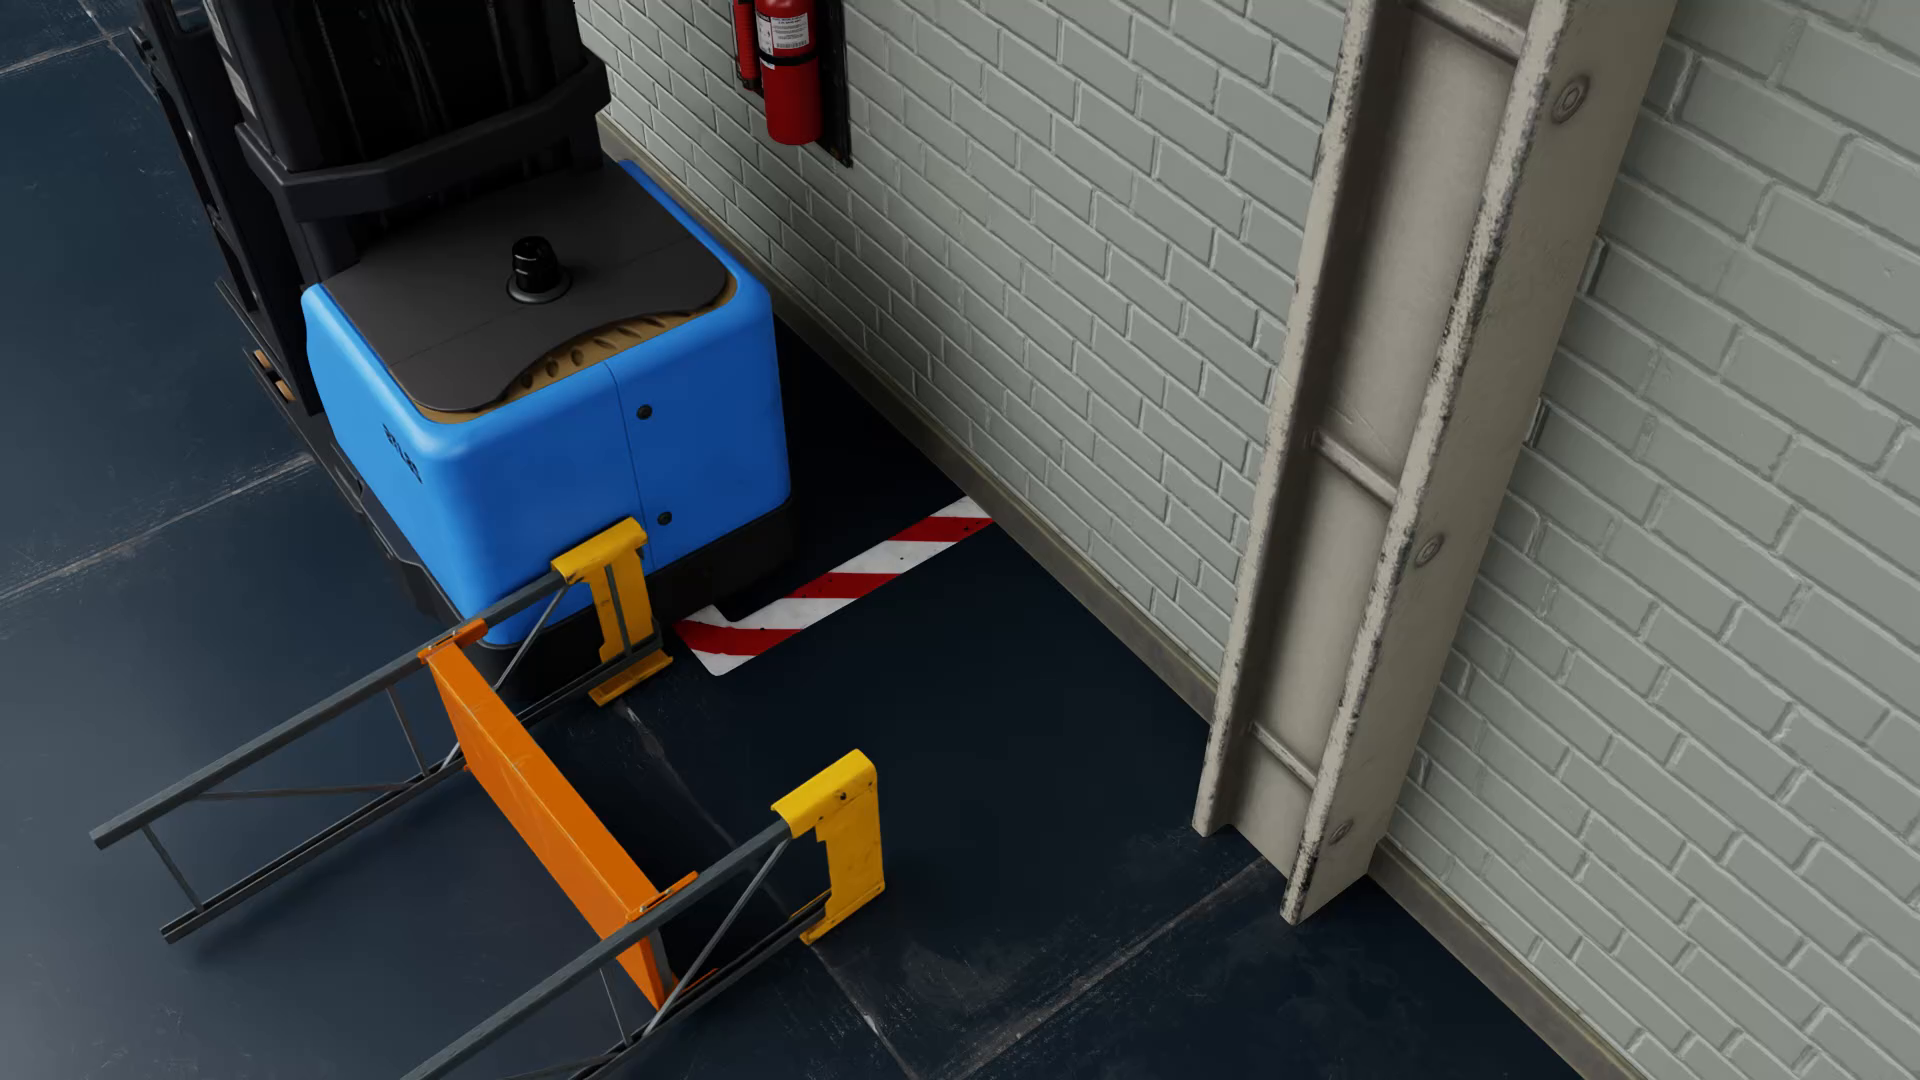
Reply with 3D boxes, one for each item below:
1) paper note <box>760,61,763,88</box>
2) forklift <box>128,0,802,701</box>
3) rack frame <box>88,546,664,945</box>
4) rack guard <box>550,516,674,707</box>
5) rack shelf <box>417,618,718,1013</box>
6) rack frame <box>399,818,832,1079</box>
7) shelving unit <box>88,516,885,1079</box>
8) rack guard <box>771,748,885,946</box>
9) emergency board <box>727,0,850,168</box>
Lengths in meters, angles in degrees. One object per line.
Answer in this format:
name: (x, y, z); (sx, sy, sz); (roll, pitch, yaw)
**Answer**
paper note: (-0.646, -1.498, 5.178); (0.016, 0.148, 0.142); (-29, 54, -24)
forklift: (-1.777, -1.573, 4.698); (1.130, 2.935, 3.031); (-29, 54, -24)
rack frame: (-1.453, 0.498, 4.386); (1.500, 0.500, 0.032); (-32, 55, -25)
rack guard: (-0.963, 0.208, 4.645); (0.250, 0.587, 0.087); (-32, 55, -25)
rack shelf: (-0.988, 0.699, 4.202); (0.185, 0.538, 1.000); (-32, 55, -25)
rack frame: (-0.797, 1.073, 3.864); (1.500, 0.500, 0.032); (-32, 55, -25)
shelving unit: (-1.119, 0.790, 4.120); (1.500, 0.587, 1.083); (-32, 55, -25)
rack guard: (-0.320, 0.771, 4.134); (0.250, 0.587, 0.087); (-32, 55, -25)
emergency board: (-0.594, -1.658, 4.729); (0.194, 1.169, 0.643); (-29, 54, -24)
